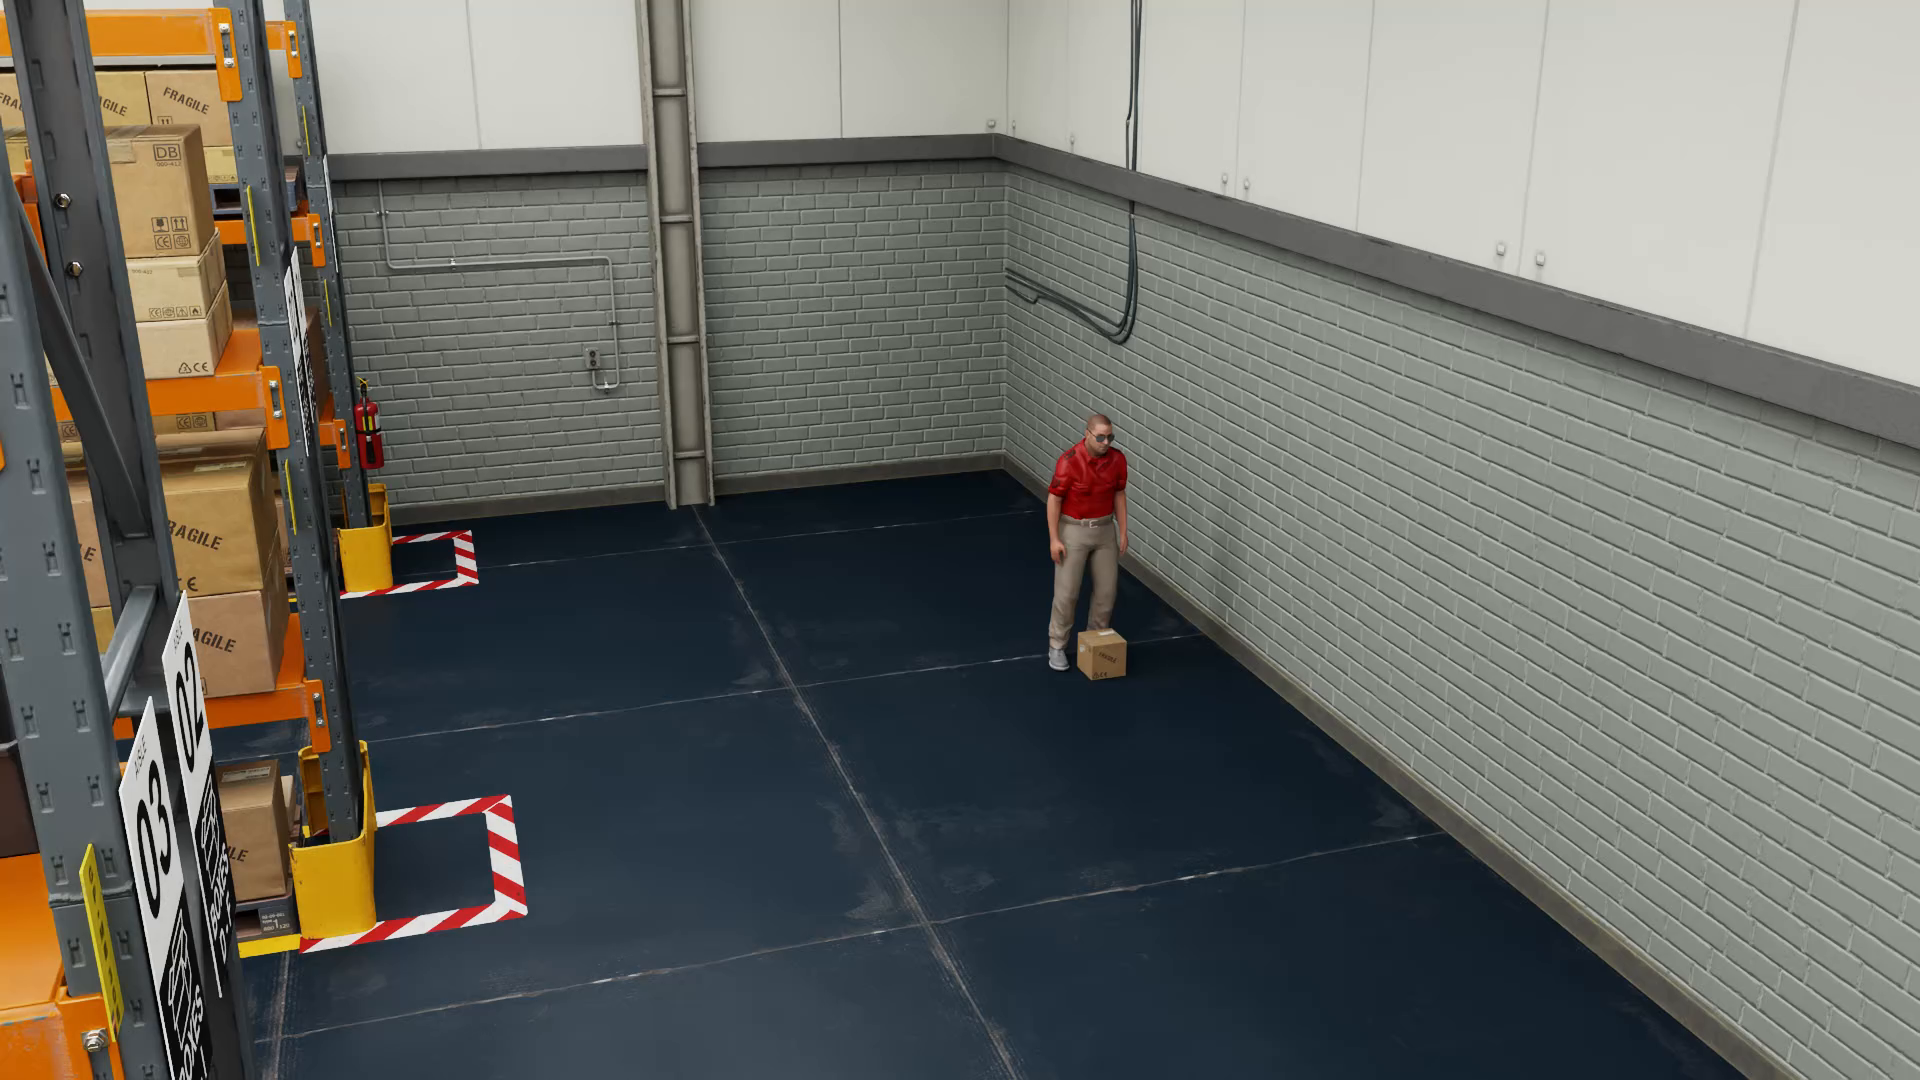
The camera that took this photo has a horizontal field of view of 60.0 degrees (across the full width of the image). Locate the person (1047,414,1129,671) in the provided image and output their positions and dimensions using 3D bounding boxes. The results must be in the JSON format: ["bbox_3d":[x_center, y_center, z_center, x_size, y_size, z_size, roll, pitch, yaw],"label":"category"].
[{"bbox_3d":[0.857,-0.012,11.123,0.604,1.726,0.396,-7,20,-21],"label":"person"}]
